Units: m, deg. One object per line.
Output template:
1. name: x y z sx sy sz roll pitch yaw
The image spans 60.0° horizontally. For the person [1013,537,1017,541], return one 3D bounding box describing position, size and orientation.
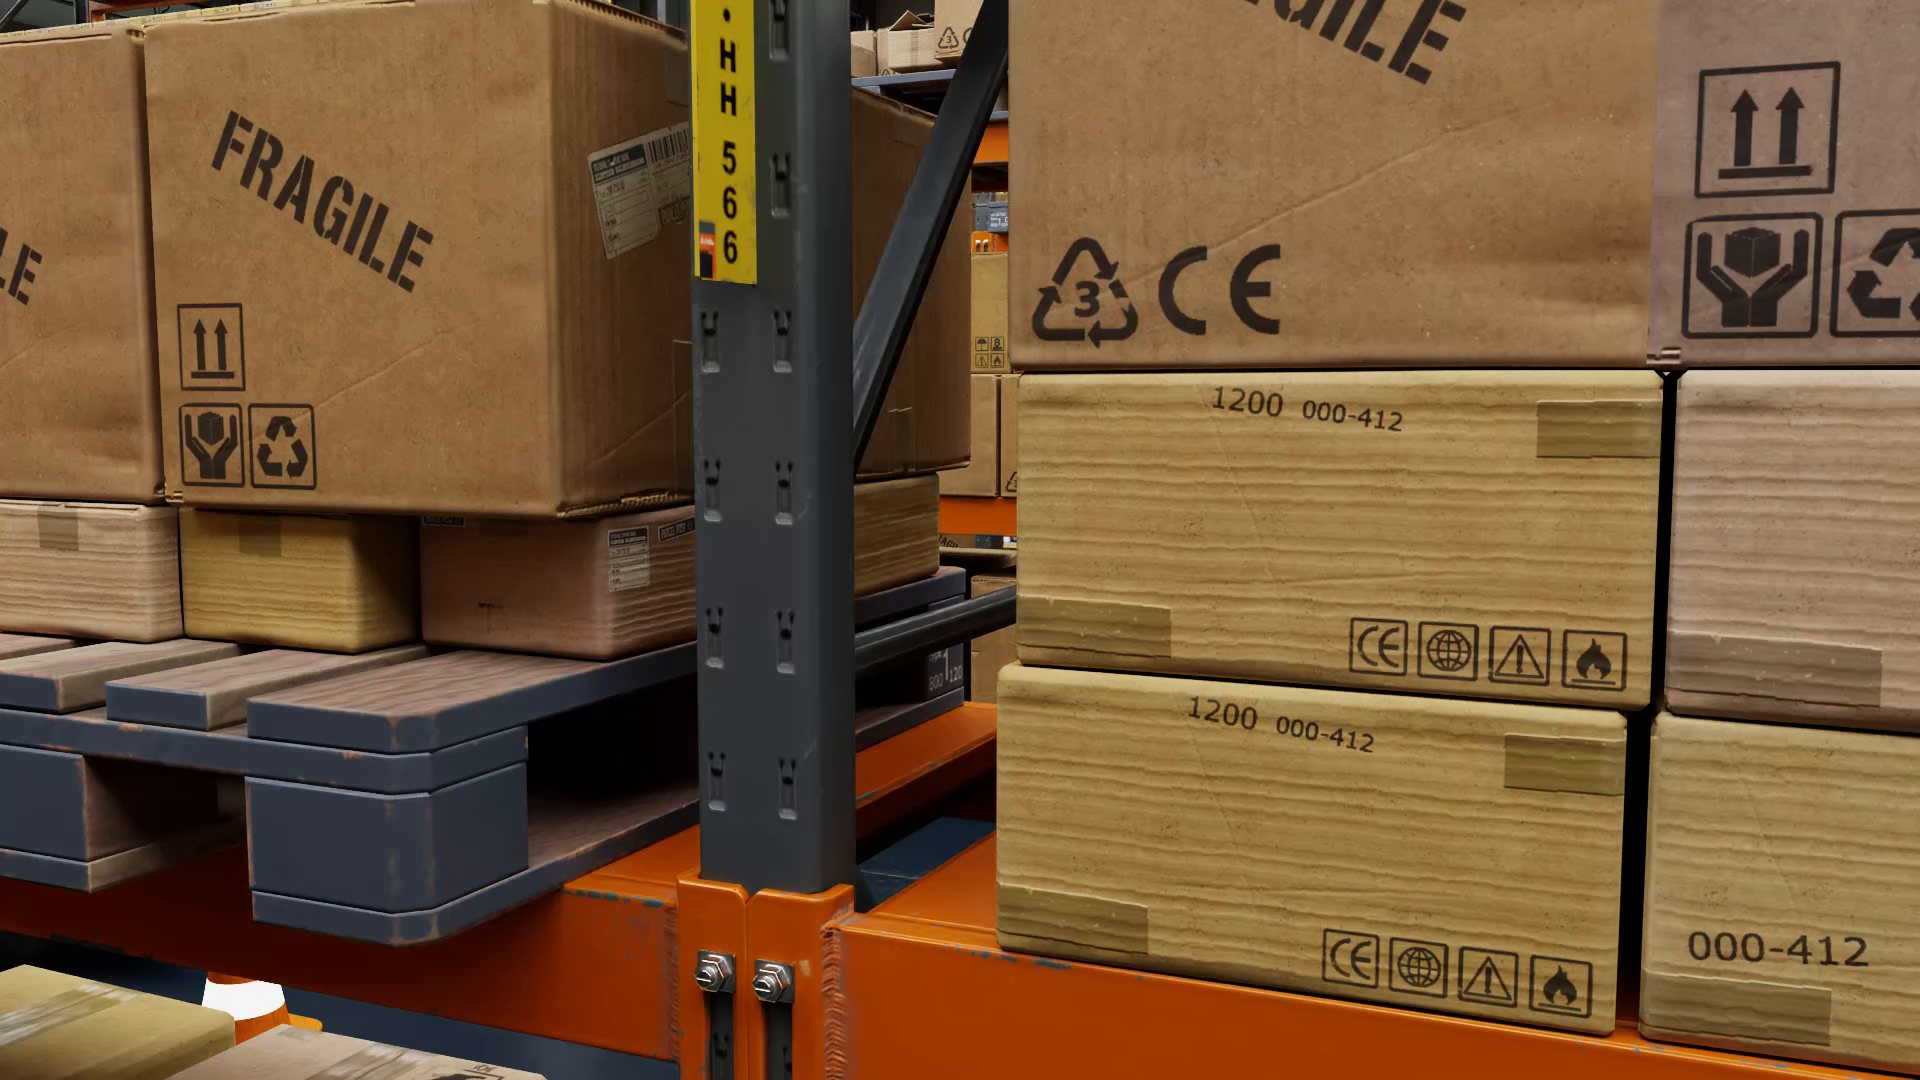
1. person: 0.502 0.034 9.420 0.377 1.663 0.539 2 6 22
